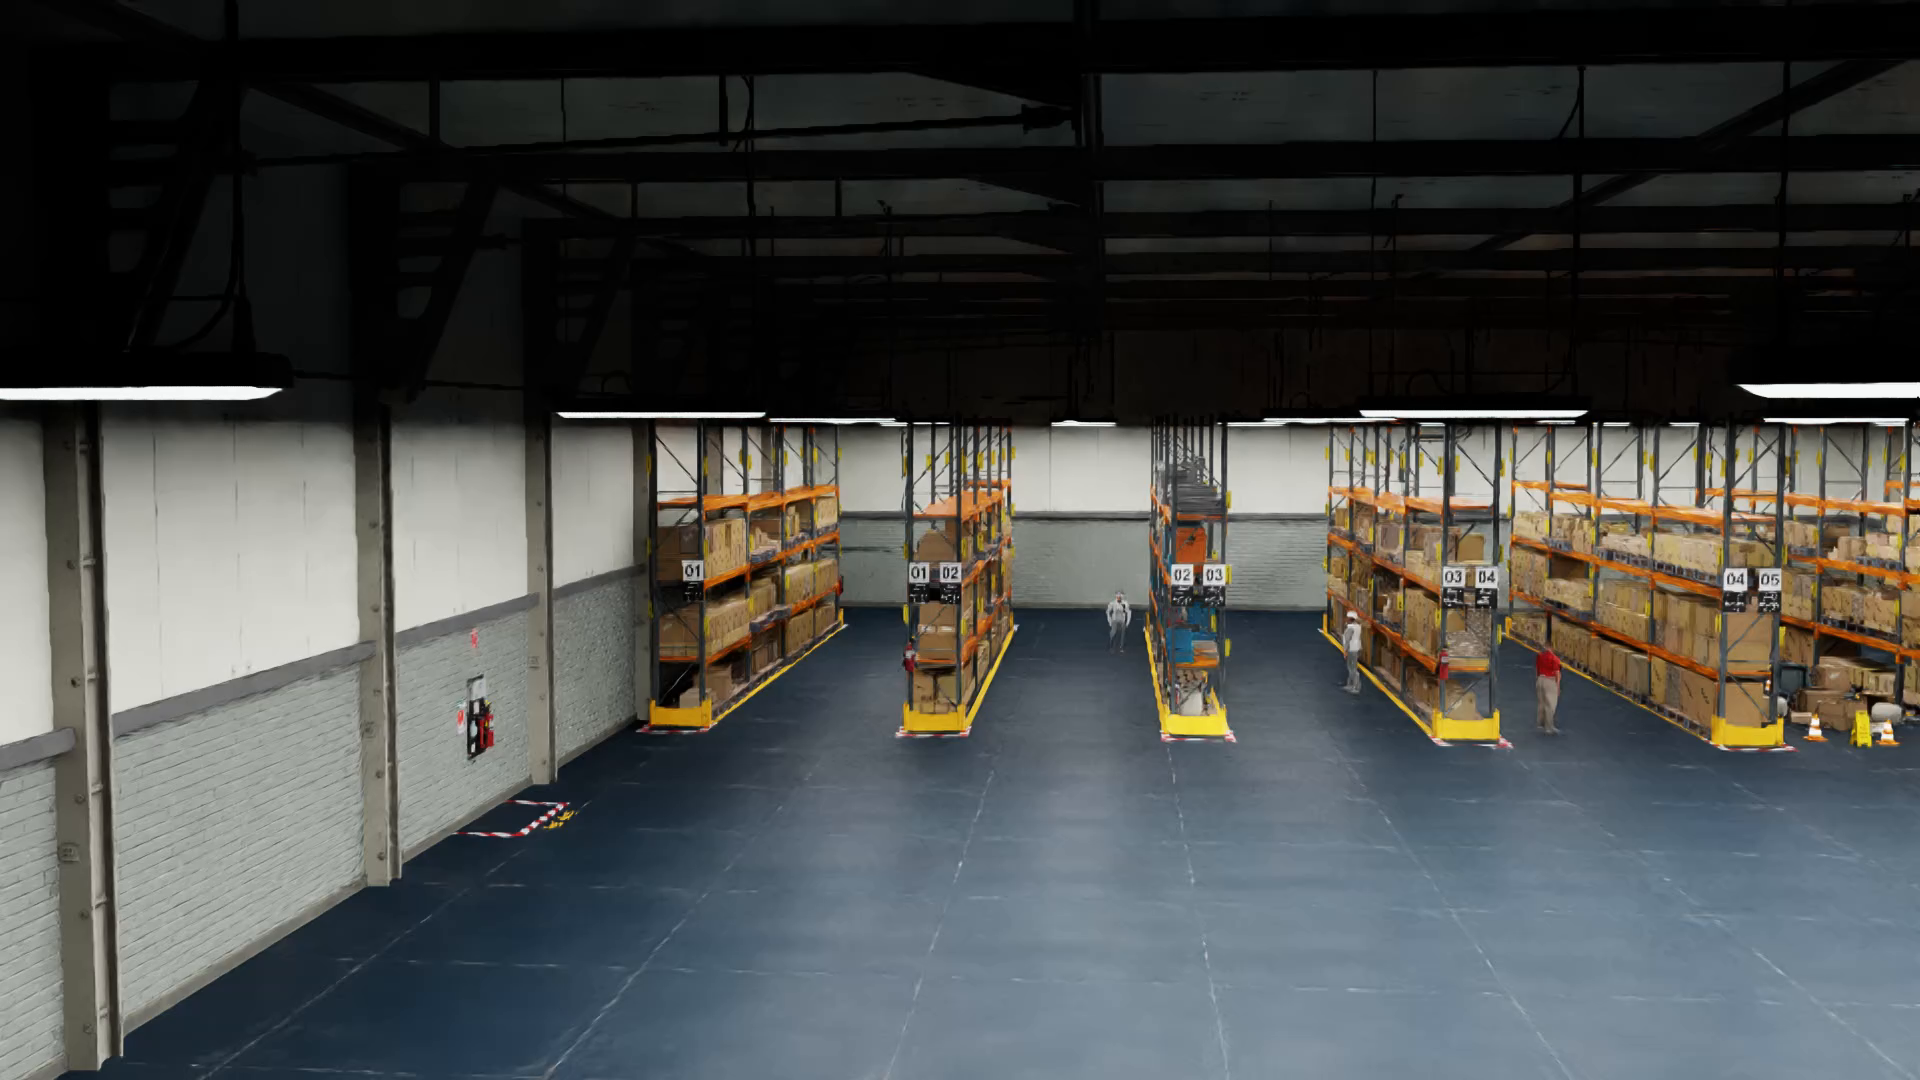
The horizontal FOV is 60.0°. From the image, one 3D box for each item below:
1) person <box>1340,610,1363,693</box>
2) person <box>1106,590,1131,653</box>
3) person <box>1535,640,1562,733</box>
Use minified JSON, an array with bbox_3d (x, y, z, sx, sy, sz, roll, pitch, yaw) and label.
[{"bbox_3d":[8.475,2.396,36.061,0.574,1.768,0.626,3,5,34],"label":"person"},{"bbox_3d":[4.035,2.069,42.320,0.639,1.632,0.512,0,4,4],"label":"person"},{"bbox_3d":[11.106,2.739,31.303,0.457,1.733,0.593,-2,4,-26],"label":"person"}]
